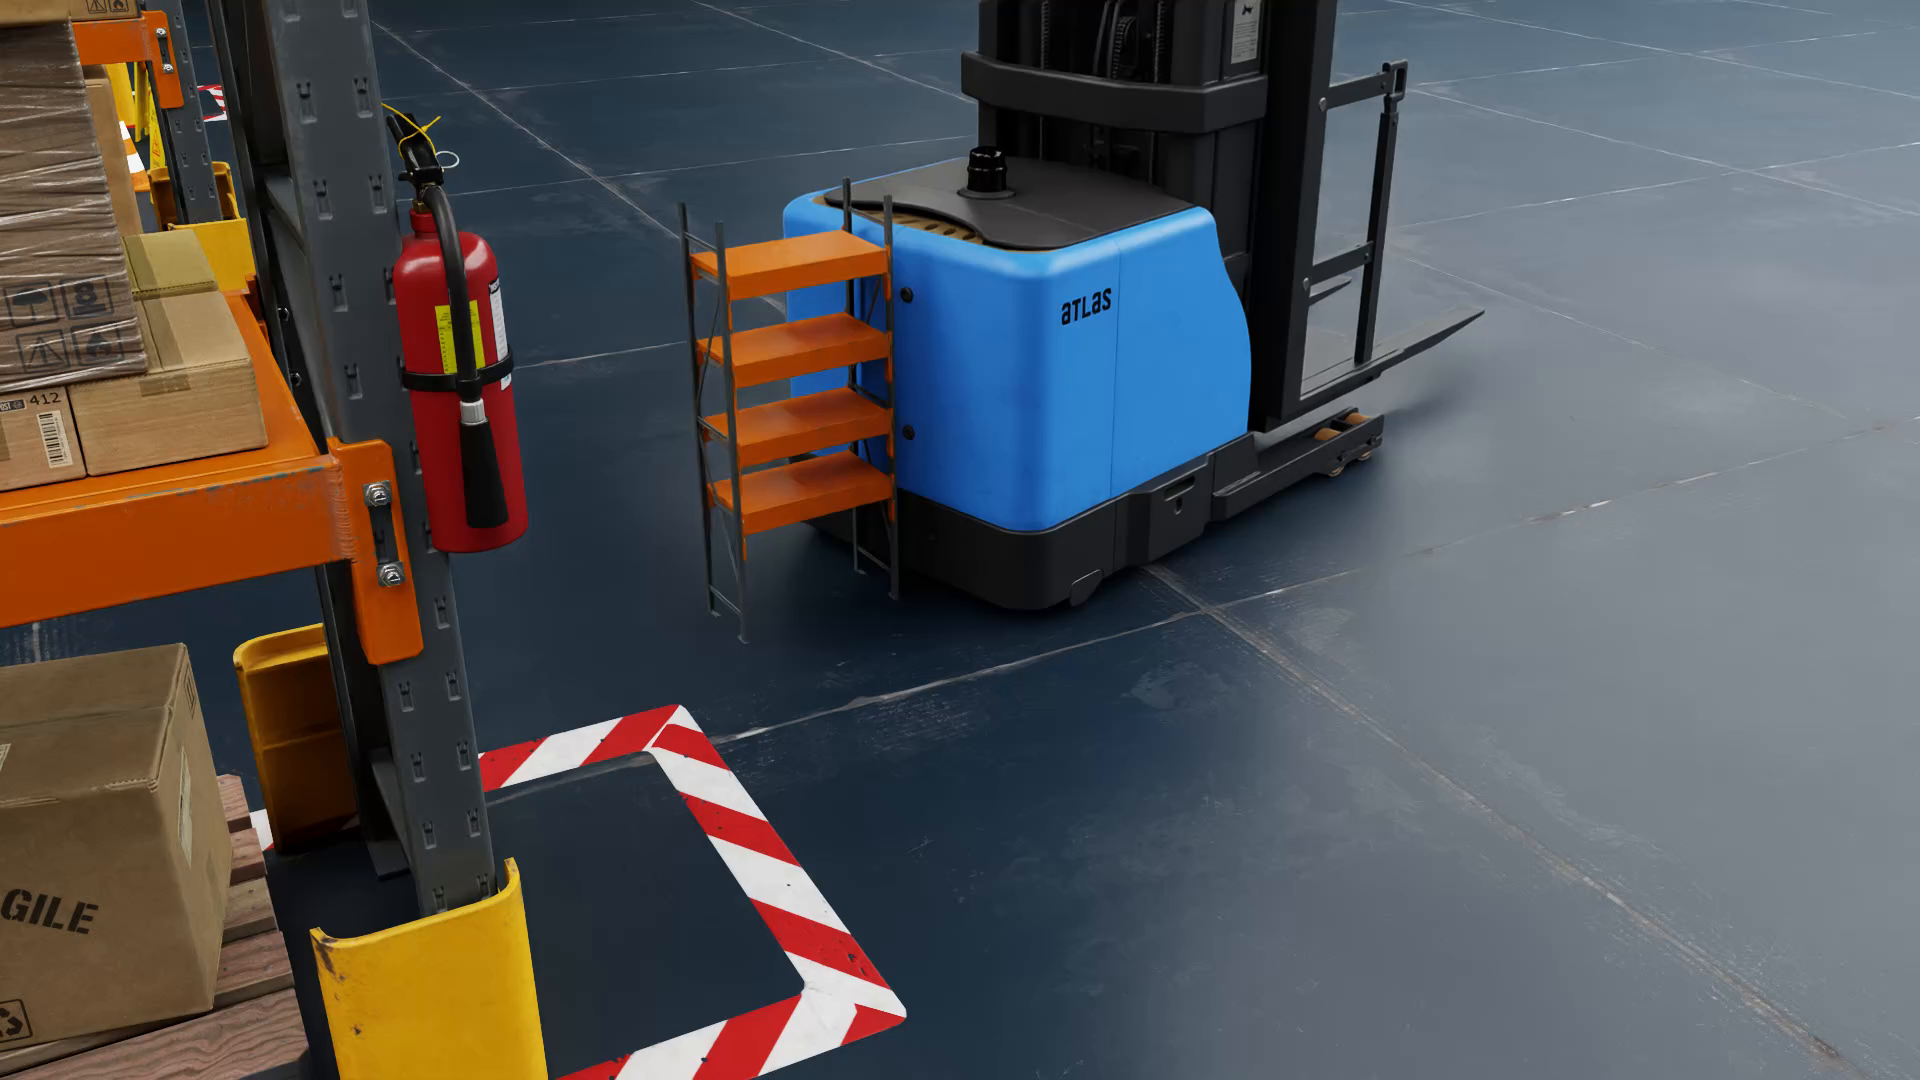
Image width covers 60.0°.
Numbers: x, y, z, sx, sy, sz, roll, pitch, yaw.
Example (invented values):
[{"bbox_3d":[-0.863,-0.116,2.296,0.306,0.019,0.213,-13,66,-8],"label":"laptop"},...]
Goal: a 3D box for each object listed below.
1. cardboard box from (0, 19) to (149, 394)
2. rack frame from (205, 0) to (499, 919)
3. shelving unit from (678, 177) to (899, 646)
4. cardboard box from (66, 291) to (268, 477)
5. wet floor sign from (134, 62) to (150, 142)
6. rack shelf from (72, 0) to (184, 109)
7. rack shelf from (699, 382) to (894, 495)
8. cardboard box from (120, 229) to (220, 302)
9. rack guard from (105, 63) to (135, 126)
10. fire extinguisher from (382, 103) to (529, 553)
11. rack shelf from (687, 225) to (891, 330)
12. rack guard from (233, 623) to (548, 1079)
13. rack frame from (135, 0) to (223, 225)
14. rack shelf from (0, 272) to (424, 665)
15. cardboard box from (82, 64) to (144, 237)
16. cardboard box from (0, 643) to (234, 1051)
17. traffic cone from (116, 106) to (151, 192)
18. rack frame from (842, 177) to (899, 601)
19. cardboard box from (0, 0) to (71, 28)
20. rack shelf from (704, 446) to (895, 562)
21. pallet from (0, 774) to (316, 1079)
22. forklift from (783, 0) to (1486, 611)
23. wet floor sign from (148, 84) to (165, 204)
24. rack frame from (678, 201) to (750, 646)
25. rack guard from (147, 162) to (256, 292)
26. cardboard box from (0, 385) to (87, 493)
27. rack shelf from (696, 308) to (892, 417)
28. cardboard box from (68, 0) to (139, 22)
[{"bbox_3d":[-1.596,-0.581,2.536,0.500,0.500,0.875,-13,29,-25],"label":"cardboard box"},{"bbox_3d":[-1.098,-0.504,2.833,0.127,3.000,1.000,-13,29,-25],"label":"rack frame"},{"bbox_3d":[-0.454,-0.349,4.590,0.503,1.200,0.258,-16,30,-30],"label":"shelving unit"},{"bbox_3d":[-1.252,-0.253,2.602,0.250,0.149,0.380,-13,29,-25],"label":"cardboard box"},{"bbox_3d":[-5.090,-2.857,10.455,0.232,0.644,0.267,-4,26,-7],"label":"wet floor sign"},{"bbox_3d":[-5.107,-1.687,6.129,4.000,0.370,1.077,-13,29,-25],"label":"rack shelf"},{"bbox_3d":[-0.454,-0.288,4.619,0.480,0.148,0.258,-16,30,-30],"label":"rack shelf"},{"bbox_3d":[-1.462,-0.423,2.956,0.250,0.149,0.380,-13,29,-25],"label":"cardboard box"},{"bbox_3d":[-5.828,-3.146,11.225,0.348,0.500,1.175,-13,29,-25],"label":"rack guard"},{"bbox_3d":[-0.780,-0.316,2.532,0.183,0.674,0.296,-13,29,-25],"label":"fire extinguisher"},{"bbox_3d":[-0.454,-0.703,4.420,0.480,0.148,0.258,-16,30,-30],"label":"rack shelf"},{"bbox_3d":[-1.165,0.639,3.342,0.348,0.500,1.175,-13,29,-25],"label":"rack guard"},{"bbox_3d":[-3.343,-2.418,6.821,0.127,3.000,1.000,-13,29,-25],"label":"rack frame"},{"bbox_3d":[-2.863,0.228,2.140,4.000,0.370,1.077,-13,29,-25],"label":"rack shelf"},{"bbox_3d":[-3.910,-1.486,6.850,0.875,0.875,0.875,-13,28,-25],"label":"cardboard box"},{"bbox_3d":[-1.657,0.555,3.032,0.500,0.500,0.500,-8,27,-16],"label":"cardboard box"},{"bbox_3d":[-4.711,-2.210,9.318,0.334,0.463,0.336,-13,29,-25],"label":"traffic cone"},{"bbox_3d":[-0.250,-0.406,4.710,0.015,1.200,0.240,-16,30,-30],"label":"rack frame"},{"bbox_3d":[-1.467,-0.927,2.101,0.500,0.500,0.500,-13,29,-25],"label":"cardboard box"},{"bbox_3d":[-0.454,-0.109,4.705,0.480,0.148,0.258,-16,30,-30],"label":"rack shelf"},{"bbox_3d":[-1.898,0.921,3.088,1.213,0.211,1.003,-13,29,-25],"label":"pallet"},{"bbox_3d":[0.837,-1.672,5.346,1.130,2.935,3.031,22,33,38],"label":"forklift"},{"bbox_3d":[-4.249,-2.119,8.918,0.232,0.644,0.267,-19,31,-34],"label":"wet floor sign"},{"bbox_3d":[-0.659,-0.291,4.470,0.015,1.200,0.240,-16,30,-30],"label":"rack frame"},{"bbox_3d":[-3.322,-1.296,7.373,0.348,0.500,1.175,-13,29,-25],"label":"rack guard"},{"bbox_3d":[-1.473,-0.203,2.497,0.250,0.149,0.380,-13,29,-25],"label":"cardboard box"},{"bbox_3d":[-0.454,-0.490,4.522,0.480,0.148,0.258,-16,30,-30],"label":"rack shelf"},{"bbox_3d":[-3.649,-2.393,6.595,0.550,0.550,0.875,-13,29,-25],"label":"cardboard box"}]
